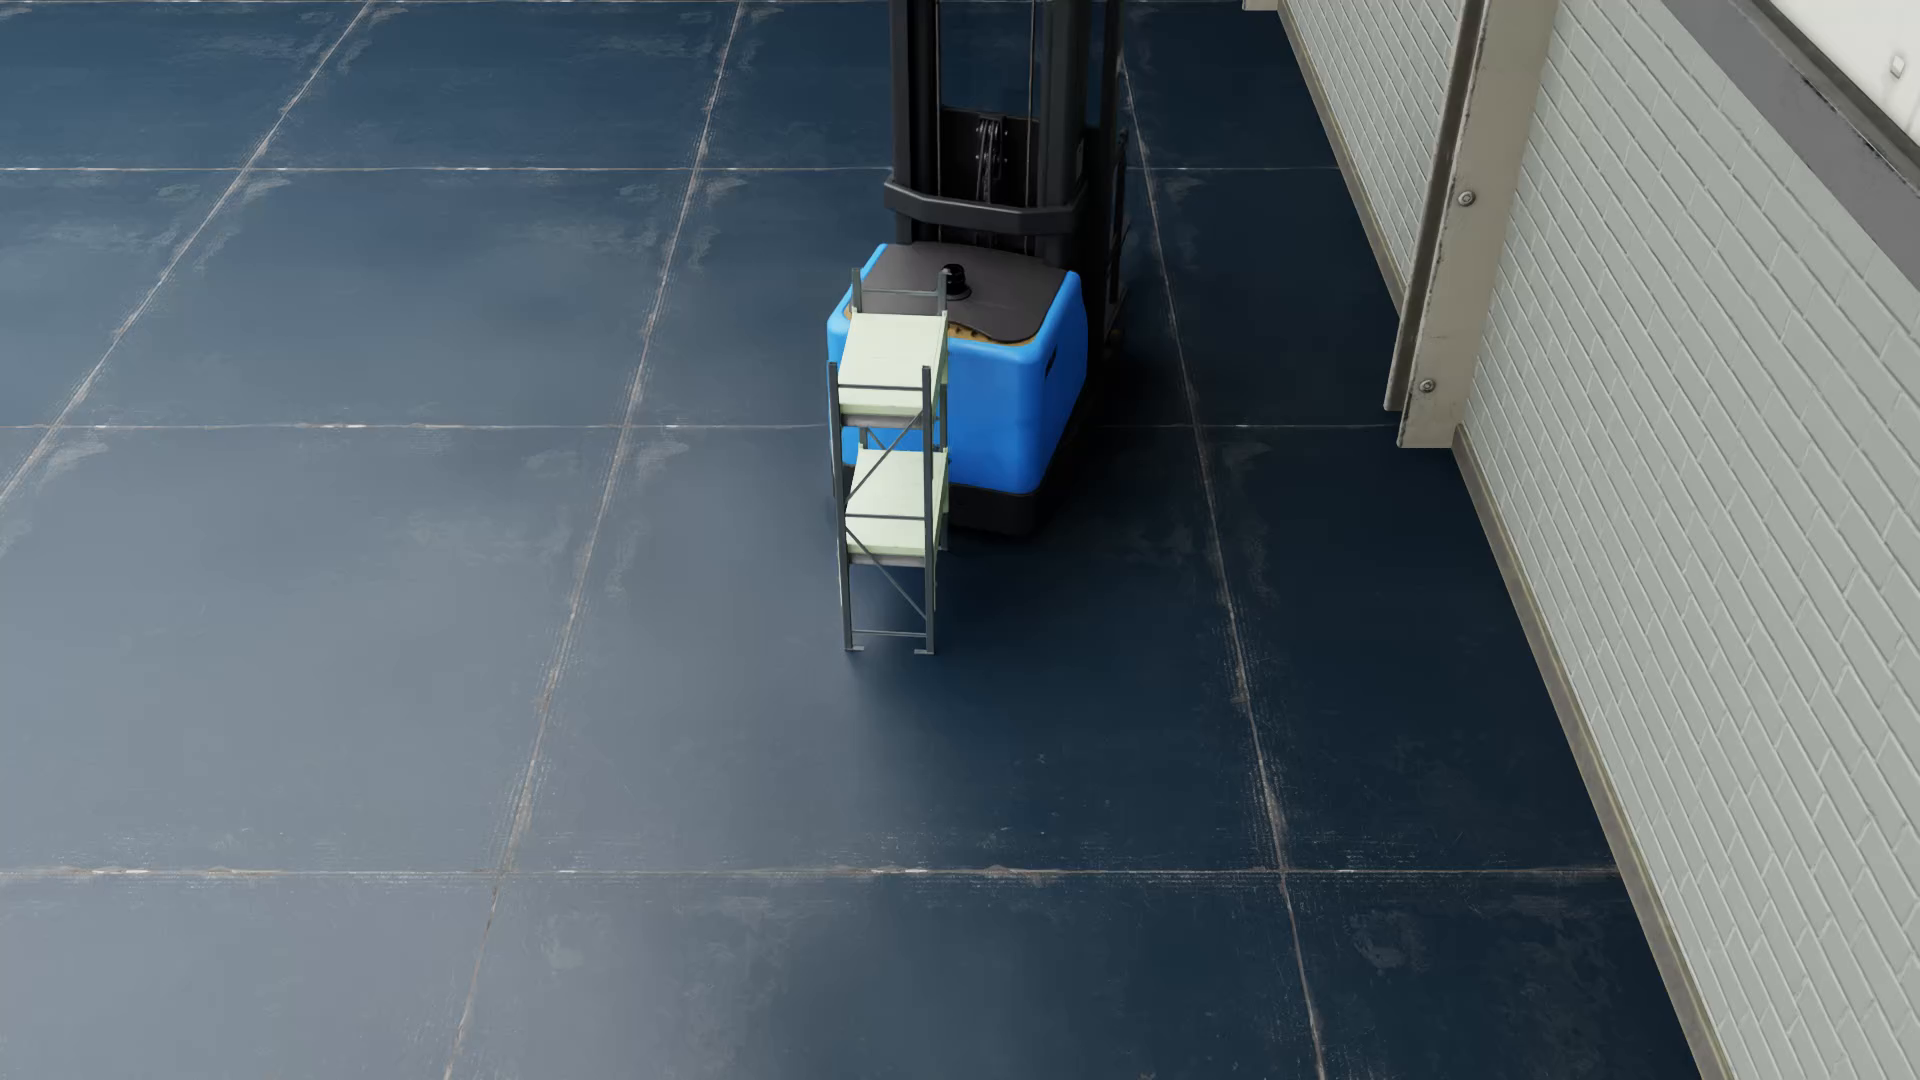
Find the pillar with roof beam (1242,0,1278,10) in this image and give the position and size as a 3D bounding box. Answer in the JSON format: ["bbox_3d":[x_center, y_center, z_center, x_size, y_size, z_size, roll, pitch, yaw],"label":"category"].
[{"bbox_3d":[-1.892,-7.862,10.610,9.100,9.000,0.400,0,39,0],"label":"pillar with roof beam"}]

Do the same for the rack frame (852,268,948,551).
[{"bbox_3d":[-0.257,-0.549,7.482,0.400,1.500,0.023,3,39,3],"label":"rack frame"}]

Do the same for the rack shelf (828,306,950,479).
[{"bbox_3d":[-0.285,-0.626,6.953,0.431,0.370,0.720,3,39,3],"label":"rack shelf"}]

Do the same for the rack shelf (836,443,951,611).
[{"bbox_3d":[-0.285,-0.067,7.401,0.431,0.370,0.720,3,39,3],"label":"rack shelf"}]

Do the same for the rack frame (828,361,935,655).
[{"bbox_3d":[-0.313,-0.093,6.912,0.400,1.500,0.023,3,39,3],"label":"rack frame"}]

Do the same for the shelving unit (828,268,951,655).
[{"bbox_3d":[-0.285,-0.321,7.197,0.431,1.500,0.755,3,39,3],"label":"shelving unit"}]

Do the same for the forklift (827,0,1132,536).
[{"bbox_3d":[0.284,-2.092,8.262,1.130,2.935,3.031,10,40,13],"label":"forklift"}]

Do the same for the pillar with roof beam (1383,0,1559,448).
[{"bbox_3d":[-1.885,-4.109,5.928,9.100,9.000,0.400,0,39,0],"label":"pillar with roof beam"}]
